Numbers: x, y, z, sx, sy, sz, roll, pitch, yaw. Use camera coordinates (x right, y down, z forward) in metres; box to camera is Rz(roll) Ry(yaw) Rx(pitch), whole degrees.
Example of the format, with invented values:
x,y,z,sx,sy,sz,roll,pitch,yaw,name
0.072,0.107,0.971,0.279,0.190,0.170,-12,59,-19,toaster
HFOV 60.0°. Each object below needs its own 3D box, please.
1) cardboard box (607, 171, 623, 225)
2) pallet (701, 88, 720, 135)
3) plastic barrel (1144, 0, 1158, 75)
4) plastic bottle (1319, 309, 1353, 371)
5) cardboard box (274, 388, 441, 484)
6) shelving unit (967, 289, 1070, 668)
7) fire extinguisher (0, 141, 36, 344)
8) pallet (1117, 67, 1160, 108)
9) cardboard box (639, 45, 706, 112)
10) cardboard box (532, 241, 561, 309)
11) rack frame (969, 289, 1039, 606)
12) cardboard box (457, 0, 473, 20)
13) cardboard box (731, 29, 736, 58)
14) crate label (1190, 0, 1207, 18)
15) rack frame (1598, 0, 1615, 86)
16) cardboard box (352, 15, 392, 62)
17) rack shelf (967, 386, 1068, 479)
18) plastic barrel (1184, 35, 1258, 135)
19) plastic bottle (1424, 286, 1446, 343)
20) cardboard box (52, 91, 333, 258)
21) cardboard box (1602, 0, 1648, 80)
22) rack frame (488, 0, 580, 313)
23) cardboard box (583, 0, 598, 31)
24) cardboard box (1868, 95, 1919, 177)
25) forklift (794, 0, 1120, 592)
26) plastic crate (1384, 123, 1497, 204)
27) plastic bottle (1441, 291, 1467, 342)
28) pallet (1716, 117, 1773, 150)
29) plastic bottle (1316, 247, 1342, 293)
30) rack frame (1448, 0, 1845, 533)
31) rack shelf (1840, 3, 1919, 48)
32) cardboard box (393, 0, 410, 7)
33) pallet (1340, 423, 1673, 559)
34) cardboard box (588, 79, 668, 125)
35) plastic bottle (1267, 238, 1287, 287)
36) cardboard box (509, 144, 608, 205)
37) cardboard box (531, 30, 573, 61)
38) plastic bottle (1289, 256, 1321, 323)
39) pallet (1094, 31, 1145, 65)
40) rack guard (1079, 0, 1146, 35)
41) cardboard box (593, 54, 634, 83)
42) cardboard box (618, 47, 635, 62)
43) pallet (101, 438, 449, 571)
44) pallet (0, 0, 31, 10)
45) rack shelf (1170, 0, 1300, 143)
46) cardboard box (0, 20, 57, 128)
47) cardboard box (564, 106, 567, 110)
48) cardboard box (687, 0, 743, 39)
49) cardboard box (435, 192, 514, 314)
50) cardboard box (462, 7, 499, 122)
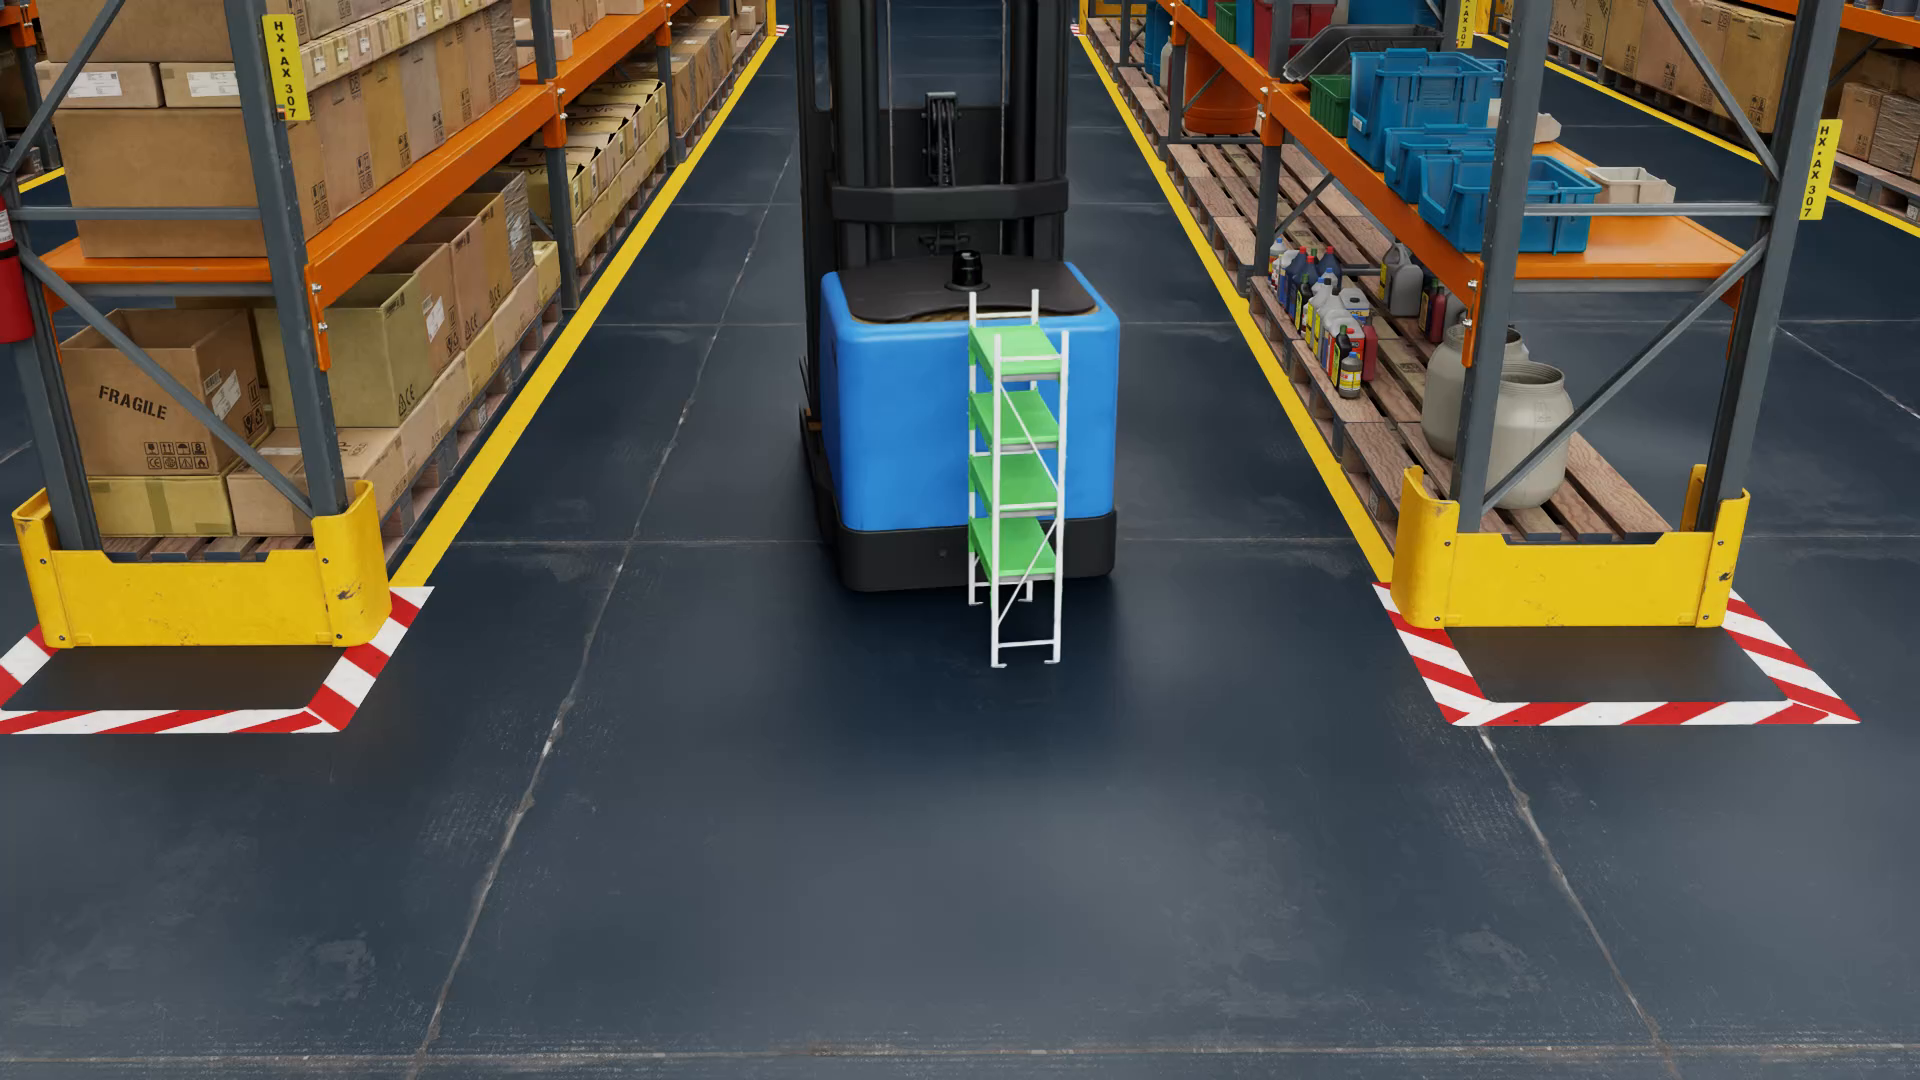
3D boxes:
x,y,z,sx,sy,sz,roll,pitch,yaw,name
-2.504,-2.245,10.900,0.500,0.250,0.500,-1,24,-2,cardboard box
-2.759,-3.902,15.121,1.003,0.211,1.213,0,24,-1,pallet
2.120,-5.043,16.297,0.600,0.901,0.708,0,24,-1,plastic barrel
1.827,-0.963,8.010,0.152,0.276,0.135,-1,24,-2,plastic bottle
-2.484,-0.433,6.895,0.500,0.250,0.500,0,24,-1,cardboard box
0.190,-0.212,5.762,0.258,1.200,0.503,-4,25,-8,shelving unit
-3.154,-0.981,5.372,0.296,0.674,0.183,0,24,-1,fire extinguisher
2.098,-4.443,16.318,1.003,0.211,1.213,0,24,-1,pallet
-2.510,-4.036,14.533,0.500,0.500,0.500,-1,24,-1,cardboard box
-2.511,-1.463,9.172,0.500,0.250,0.500,0,24,-1,cardboard box
0.152,-0.311,5.982,0.240,1.200,0.015,-4,25,-8,rack frame
-2.508,-2.526,7.786,0.380,0.149,0.250,0,24,-1,cardboard box
-2.610,-5.161,17.249,0.500,0.311,0.500,0,24,-1,cardboard box
1.915,-3.989,11.888,0.502,0.435,0.616,0,24,-1,crate label
7.084,-6.054,16.496,1.000,3.000,0.127,0,24,-1,rack frame
-2.493,-1.996,6.614,0.380,0.149,0.250,-1,24,-2,cardboard box
0.190,-0.372,5.690,0.258,0.148,0.480,-4,25,-8,rack shelf
2.152,-3.788,13.609,0.600,0.830,0.708,0,24,-1,plastic barrel
2.410,-1.154,8.425,0.061,0.283,0.133,0,24,-1,plastic bottle
-2.684,-1.305,5.873,0.700,0.500,0.500,0,24,-1,cardboard box
7.111,-5.014,16.265,1.225,0.875,0.875,0,24,0,cardboard box
-2.735,-2.715,9.113,1.000,3.000,0.127,0,24,-1,rack frame
-2.744,-3.717,11.208,0.500,0.500,0.500,-2,24,-3,cardboard box
7.173,-2.963,12.161,0.700,0.500,0.500,-2,24,-5,cardboard box
-0.147,-1.721,6.999,1.130,2.935,3.031,-4,25,-8,forklift
1.956,-1.492,6.589,0.499,0.251,0.408,0,24,-1,plastic crate
2.517,-1.152,8.428,0.152,0.276,0.135,0,24,0,plastic bottle
7.194,-3.461,14.146,1.003,0.211,1.213,0,24,-1,pallet
1.956,-1.395,8.876,0.144,0.351,0.185,0,24,-1,plastic bottle
2.262,-1.087,5.514,1.000,3.000,0.127,0,24,-1,rack frame
7.149,-3.254,11.178,1.077,0.370,4.000,0,24,-1,rack shelf
-2.707,-2.548,7.049,0.700,0.500,0.500,0,24,-1,cardboard box
2.210,-0.183,6.898,1.003,0.211,1.213,0,24,-1,pallet
-2.527,-3.342,12.647,0.500,0.311,0.500,0,24,1,cardboard box
1.783,-1.560,9.335,0.097,0.271,0.097,0,24,0,plastic bottle
-2.491,-2.287,10.312,0.500,0.311,0.500,-1,24,-1,cardboard box
-2.540,-2.966,9.974,0.380,0.149,0.250,0,24,-1,cardboard box
1.814,-1.317,8.702,0.144,0.351,0.185,-1,24,-3,plastic bottle
2.068,-5.568,18.806,1.003,0.211,1.213,0,24,-1,pallet
2.074,-6.551,20.628,1.175,0.500,0.348,0,24,-1,rack guard
-3.023,-3.809,14.031,0.500,0.500,0.500,1,24,2,cardboard box
-3.028,-4.174,13.928,0.500,0.250,0.500,1,24,1,cardboard box
-2.741,-0.111,6.739,1.003,0.211,1.213,0,24,-1,pallet
-7.618,-3.959,12.096,1.213,0.211,1.003,0,24,-1,pallet
2.196,-3.232,11.129,1.077,0.370,4.000,0,24,-1,rack shelf
-7.609,-3.855,13.732,0.750,0.750,0.750,-1,24,-1,cardboard box
-3.049,-2.913,11.698,0.500,0.311,0.500,-1,24,-2,cardboard box
-2.848,-5.848,18.537,0.797,0.503,0.637,0,24,-1,cardboard box
-2.508,-1.393,8.107,0.500,0.500,0.500,0,24,-1,cardboard box
-2.712,-2.360,8.207,0.700,0.500,0.500,-1,24,-1,cardboard box
